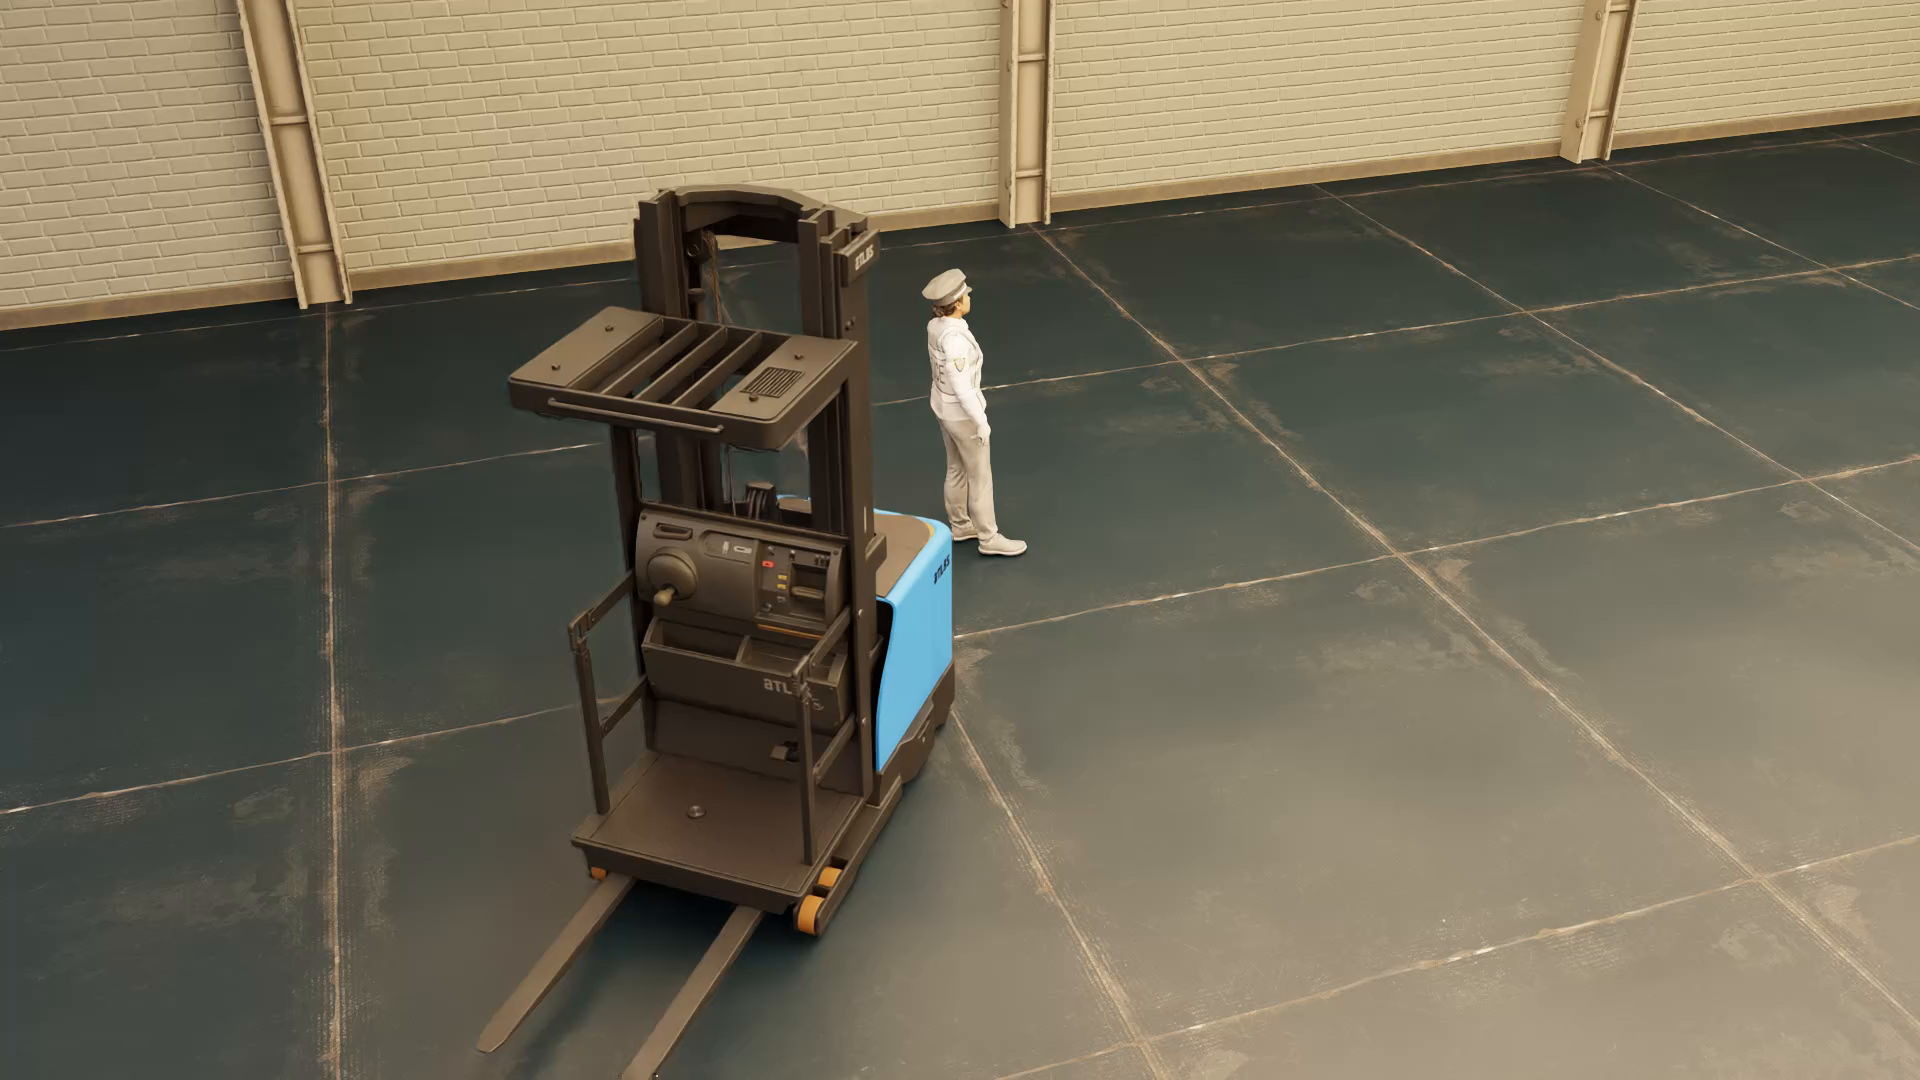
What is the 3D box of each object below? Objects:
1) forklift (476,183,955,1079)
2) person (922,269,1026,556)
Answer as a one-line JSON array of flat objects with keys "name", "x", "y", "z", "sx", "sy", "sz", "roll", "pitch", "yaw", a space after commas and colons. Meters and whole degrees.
[{"name": "forklift", "x": -0.999, "y": 0.182, "z": 6.771, "sx": 1.130, "sy": 2.935, "sz": 3.031, "roll": 10, "pitch": 31, "yaw": 17}, {"name": "person", "x": 0.067, "y": -0.748, "z": 9.614, "sx": 0.531, "sy": 1.695, "sz": 0.587, "roll": -10, "pitch": 31, "yaw": -16}]
